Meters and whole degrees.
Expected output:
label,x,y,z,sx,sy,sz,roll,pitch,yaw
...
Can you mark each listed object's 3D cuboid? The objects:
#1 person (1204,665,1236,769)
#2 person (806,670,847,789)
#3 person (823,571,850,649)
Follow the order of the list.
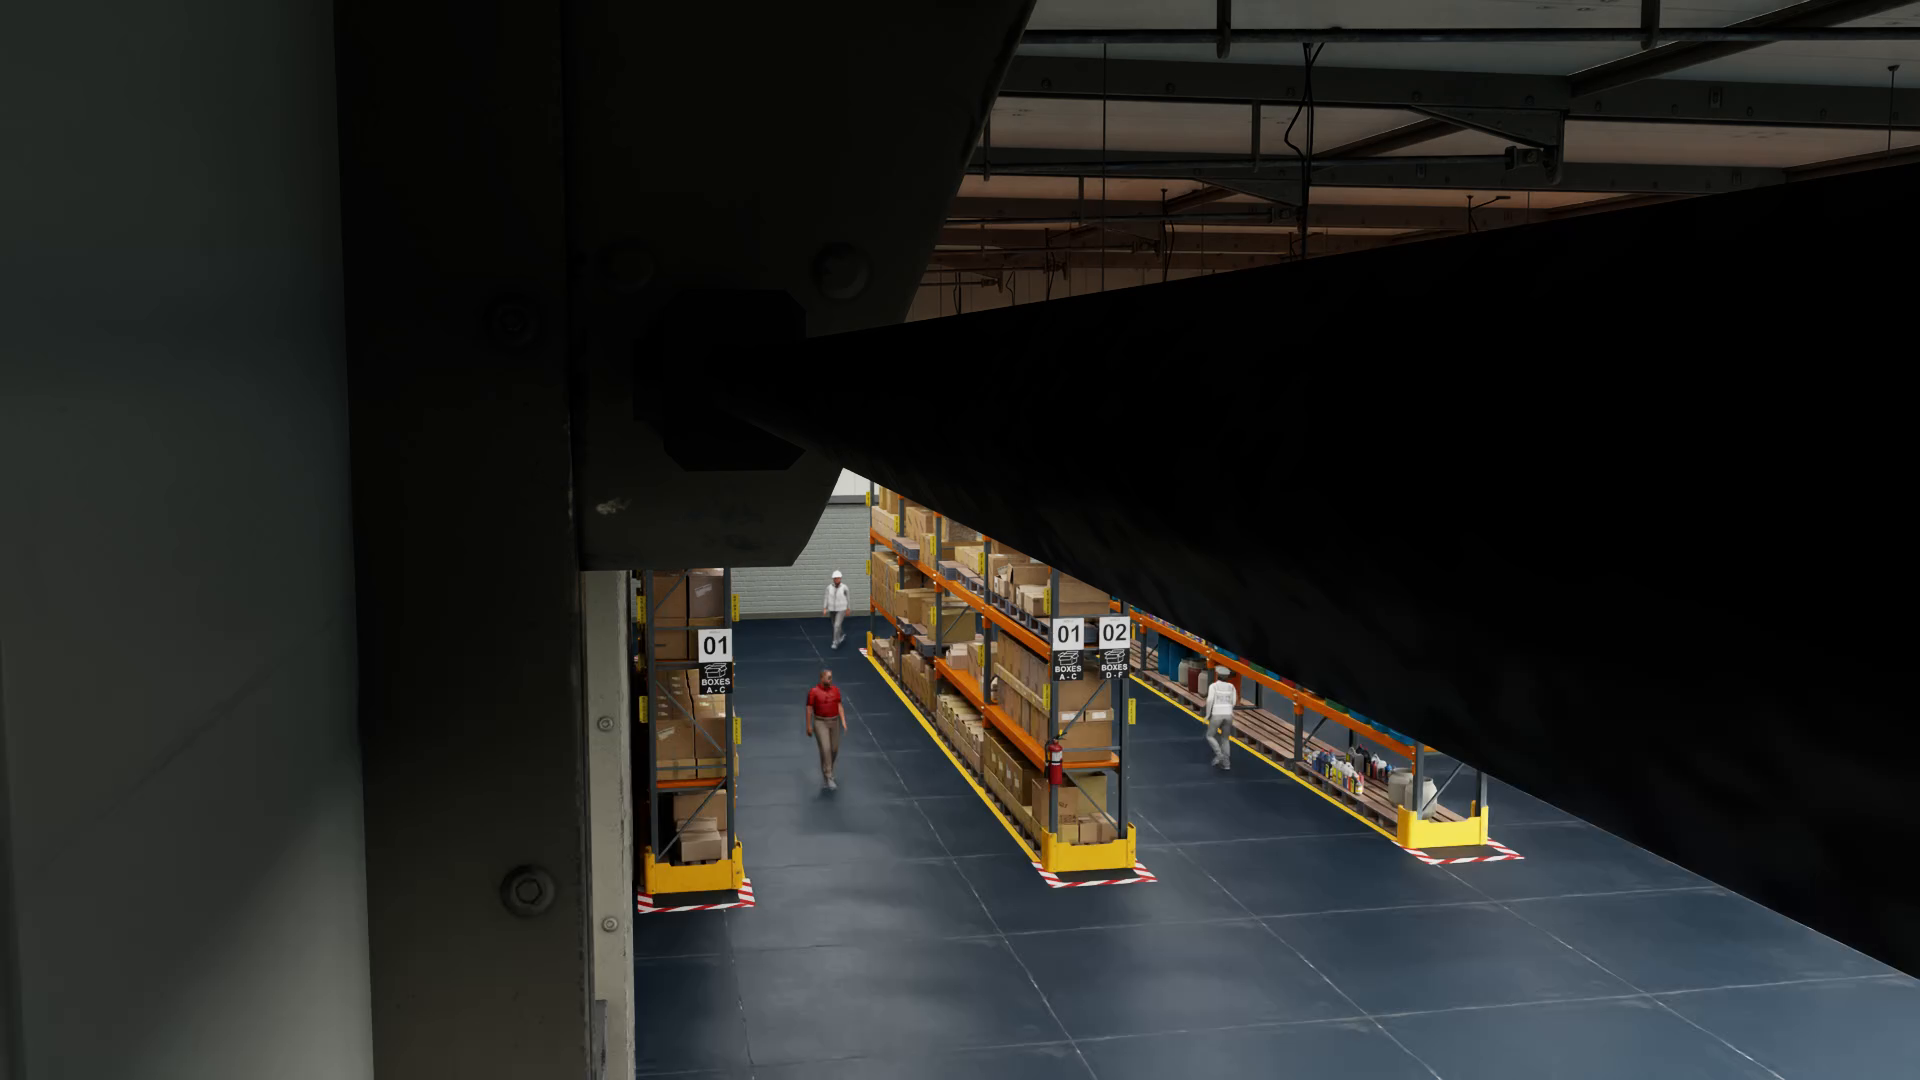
label,x,y,z,sx,sy,sz,roll,pitch,yaw
person,4.131,2.794,26.387,0.568,1.592,0.706,-1,6,-9
person,-1.960,2.859,25.290,0.566,1.732,0.769,-4,7,-36
person,-2.766,1.556,37.435,0.539,1.722,1.089,2,6,19
